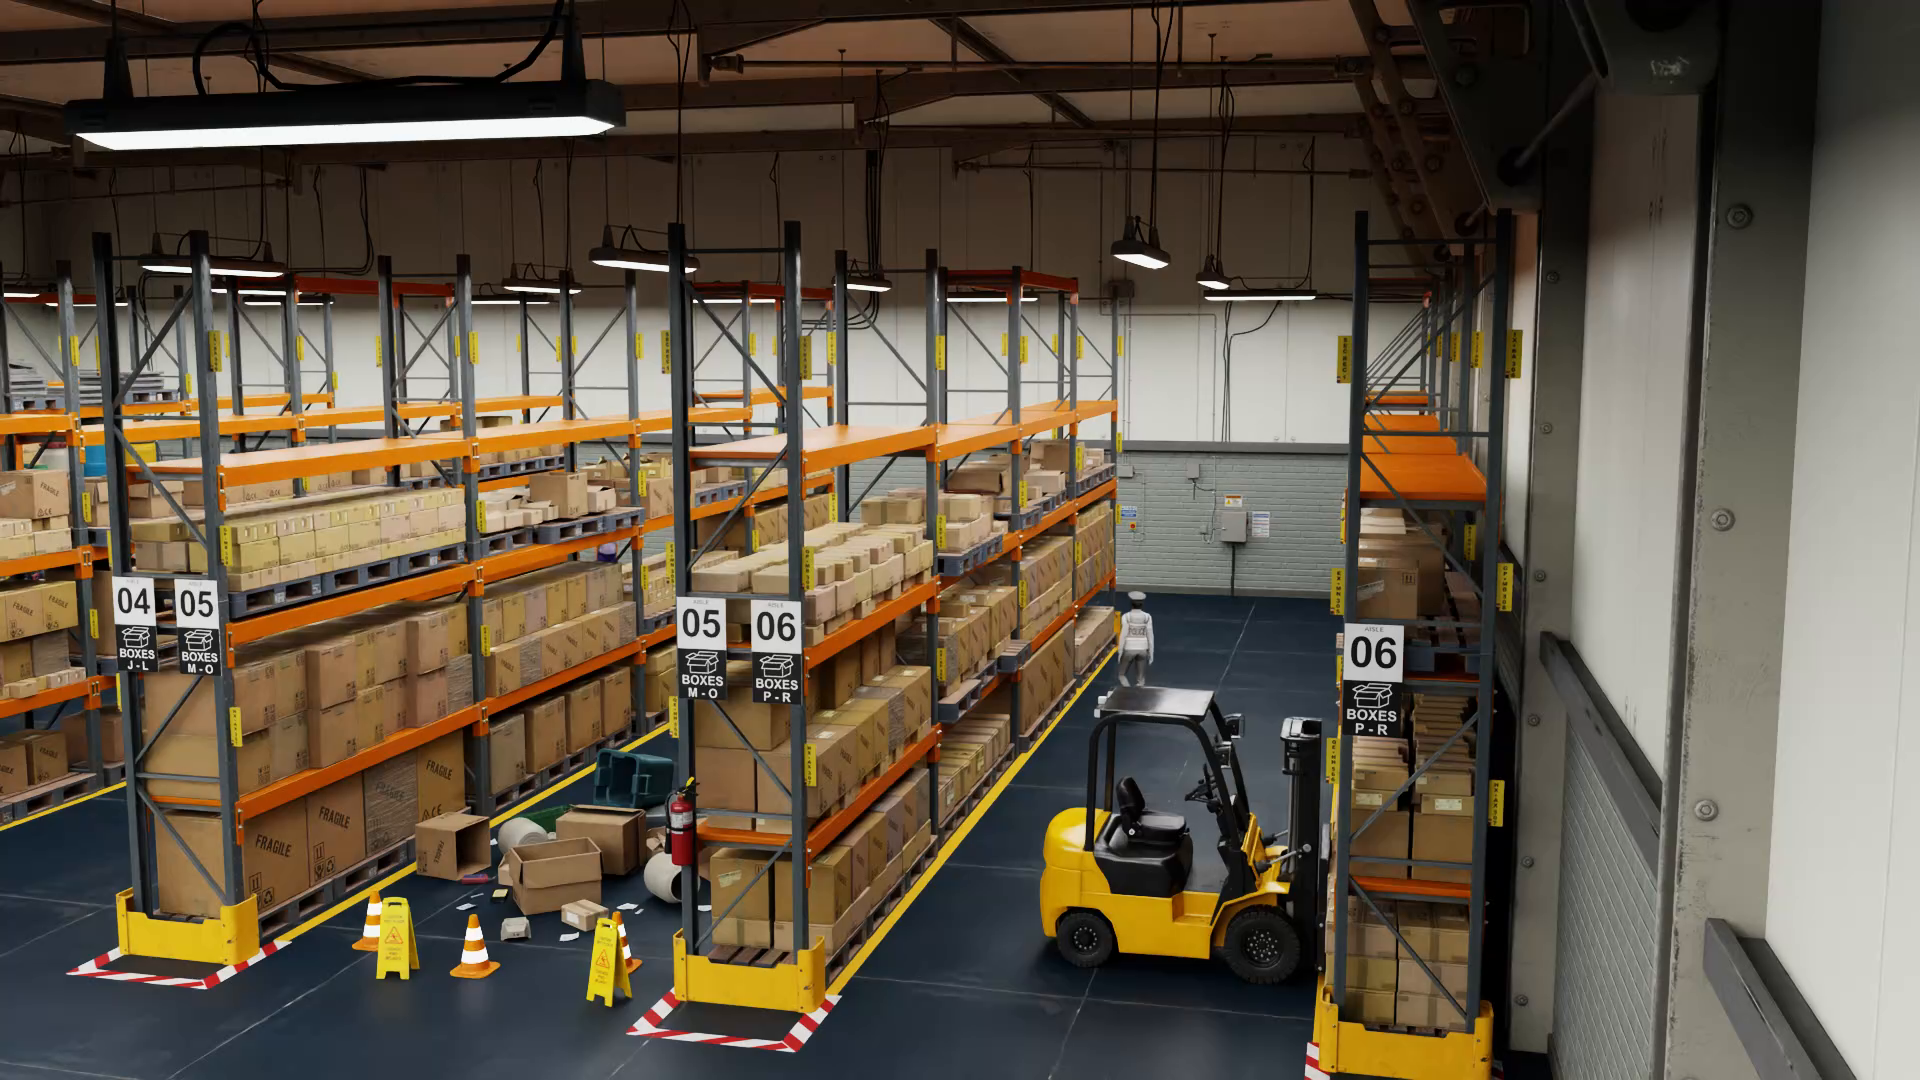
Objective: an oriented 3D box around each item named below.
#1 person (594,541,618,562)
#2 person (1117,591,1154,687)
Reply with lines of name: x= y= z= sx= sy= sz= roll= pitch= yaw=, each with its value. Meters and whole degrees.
person: x=-6.905 y=0.385 z=32.430 sx=0.479 sy=1.635 sz=0.501 roll=-4 pitch=8 yaw=-32
person: x=2.414 y=1.551 z=22.846 sx=0.518 sy=1.682 sz=0.412 roll=-1 pitch=7 yaw=-10
